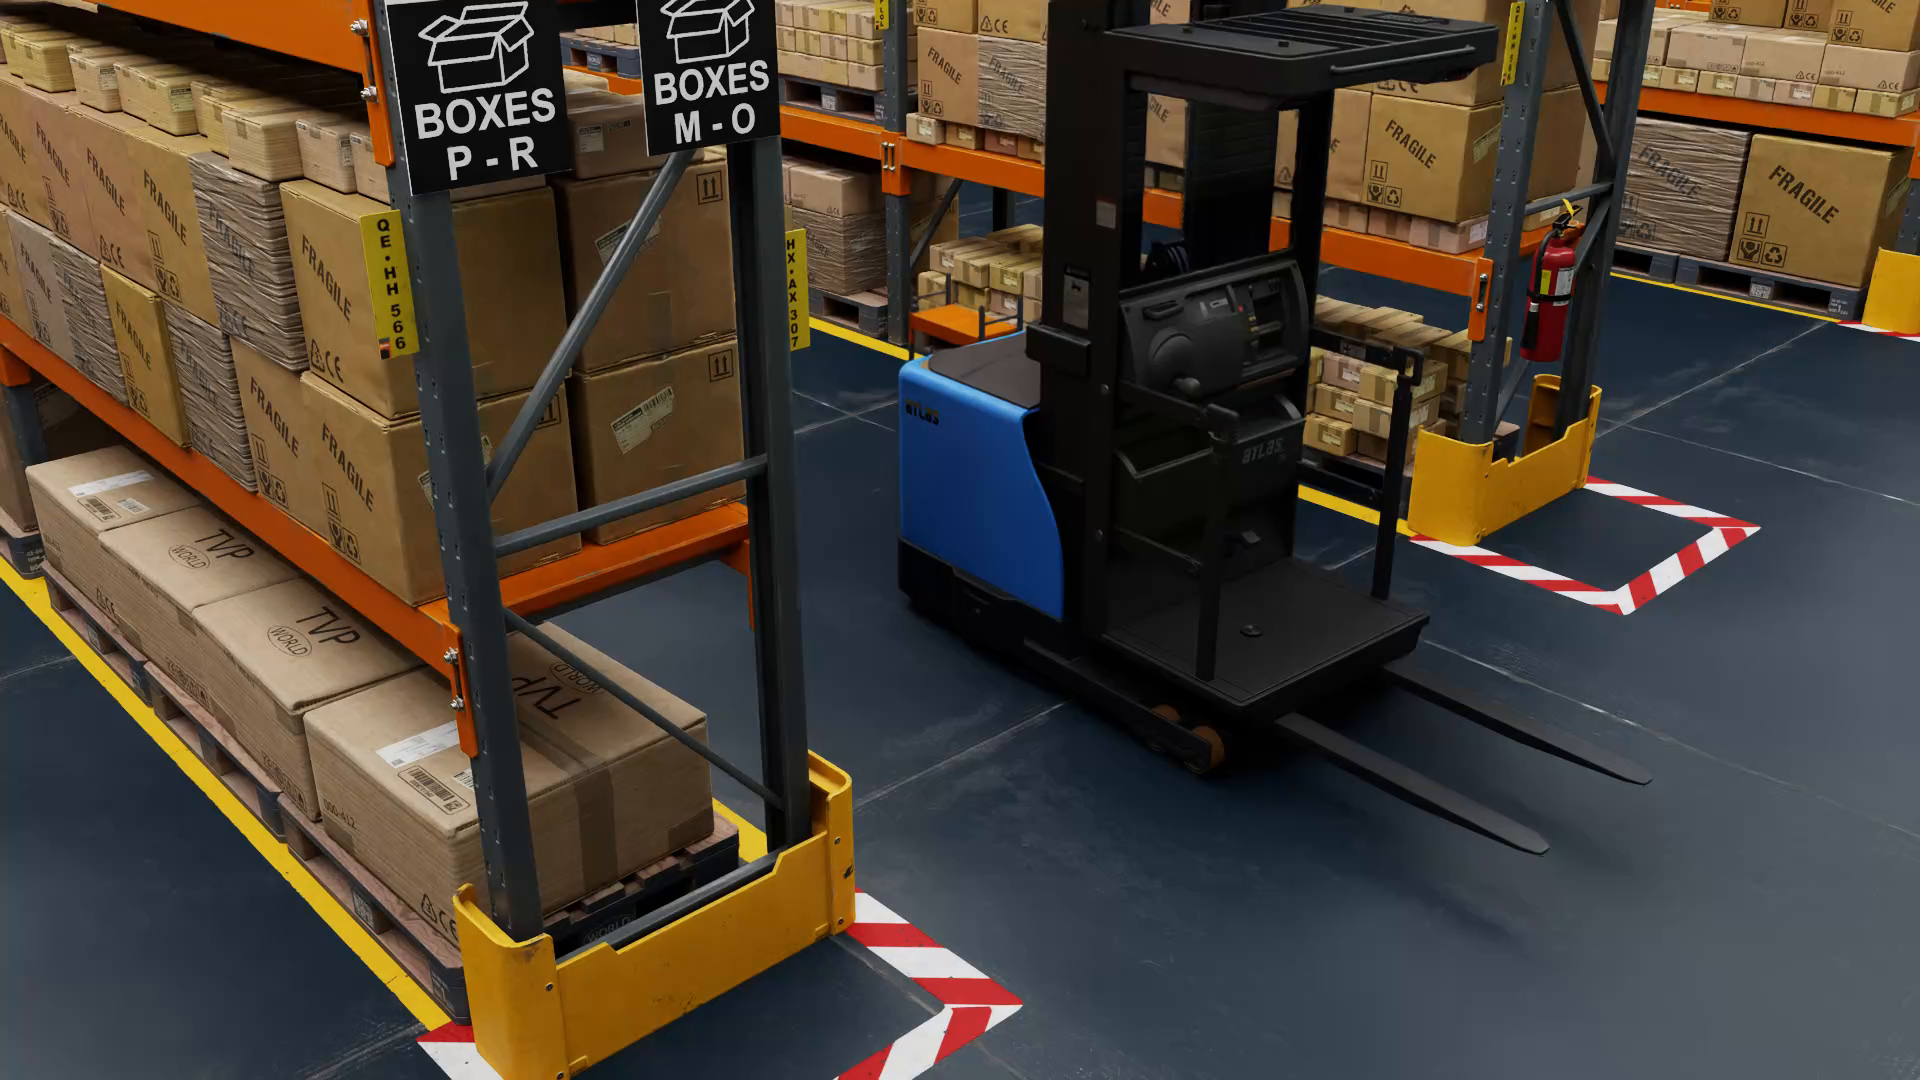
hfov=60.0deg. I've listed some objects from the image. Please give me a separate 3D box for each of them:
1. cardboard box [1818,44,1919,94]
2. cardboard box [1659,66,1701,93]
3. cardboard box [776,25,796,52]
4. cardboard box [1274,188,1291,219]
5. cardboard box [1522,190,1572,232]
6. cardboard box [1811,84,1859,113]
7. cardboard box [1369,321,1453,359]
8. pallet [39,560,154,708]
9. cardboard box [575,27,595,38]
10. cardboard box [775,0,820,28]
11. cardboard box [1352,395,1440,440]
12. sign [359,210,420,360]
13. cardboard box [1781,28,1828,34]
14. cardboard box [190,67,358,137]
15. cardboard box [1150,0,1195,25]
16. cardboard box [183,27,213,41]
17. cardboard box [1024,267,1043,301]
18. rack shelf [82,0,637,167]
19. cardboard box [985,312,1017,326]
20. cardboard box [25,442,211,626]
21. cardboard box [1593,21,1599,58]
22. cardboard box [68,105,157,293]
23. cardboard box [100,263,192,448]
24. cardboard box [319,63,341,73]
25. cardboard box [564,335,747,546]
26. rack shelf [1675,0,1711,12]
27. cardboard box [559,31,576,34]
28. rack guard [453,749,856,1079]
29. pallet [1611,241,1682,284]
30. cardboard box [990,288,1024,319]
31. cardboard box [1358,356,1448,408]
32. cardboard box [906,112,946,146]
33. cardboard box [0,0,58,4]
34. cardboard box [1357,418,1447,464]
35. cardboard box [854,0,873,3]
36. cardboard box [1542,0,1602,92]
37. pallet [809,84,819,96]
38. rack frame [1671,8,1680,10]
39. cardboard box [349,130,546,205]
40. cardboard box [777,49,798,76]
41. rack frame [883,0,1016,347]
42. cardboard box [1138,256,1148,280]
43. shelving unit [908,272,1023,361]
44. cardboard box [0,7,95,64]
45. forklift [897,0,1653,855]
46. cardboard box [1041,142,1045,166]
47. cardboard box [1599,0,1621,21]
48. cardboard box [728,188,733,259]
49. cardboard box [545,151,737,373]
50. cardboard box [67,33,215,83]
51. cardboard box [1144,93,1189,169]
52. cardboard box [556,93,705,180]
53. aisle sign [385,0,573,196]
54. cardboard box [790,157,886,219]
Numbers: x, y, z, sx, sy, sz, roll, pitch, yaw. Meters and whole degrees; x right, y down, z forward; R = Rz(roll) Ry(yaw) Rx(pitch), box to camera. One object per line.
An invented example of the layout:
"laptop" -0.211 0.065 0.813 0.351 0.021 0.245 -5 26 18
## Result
"cardboard box" 5.852 -3.031 10.602 0.500 0.250 0.500 -22 32 -39
"cardboard box" 5.016 -3.180 11.409 0.380 0.149 0.250 -21 32 -38
"cardboard box" -1.002 -3.241 10.679 0.380 0.149 0.250 -23 33 -40
"cardboard box" 1.741 -1.648 8.052 0.380 0.149 0.250 -20 31 -37
"cardboard box" 2.705 -1.593 7.930 0.380 0.149 0.250 -22 32 -39
"cardboard box" 5.714 -2.871 10.731 0.380 0.149 0.250 -21 32 -38
"cardboard box" 2.300 -0.985 8.507 0.380 0.149 0.250 -21 32 -38
"pallet" -3.129 0.229 6.995 1.003 0.211 1.213 -21 32 -38
"cardboard box" -2.623 -3.823 12.314 0.380 0.149 0.250 -22 32 -39
"cardboard box" -1.003 -3.381 10.627 0.380 0.149 0.250 -21 32 -39
"cardboard box" 2.118 -0.624 8.074 0.380 0.149 0.250 -22 33 -40
"sign" -1.263 -0.566 3.696 0.100 0.325 0.005 -21 32 -38
"cardboard box" 5.885 -3.337 11.273 0.500 0.250 0.500 -22 32 -39
"cardboard box" -1.947 -1.240 4.747 0.380 0.149 0.250 -22 32 -39
"cardboard box" 1.120 -2.687 8.343 0.500 0.500 0.500 22 33 40
"cardboard box" -2.501 -1.759 5.885 0.380 0.149 0.250 -22 32 -39
"cardboard box" 0.586 -1.494 9.622 0.380 0.149 0.250 -22 33 -40
"rack shelf" -2.224 -1.724 5.168 1.077 0.370 4.000 -21 32 -38
"cardboard box" 0.357 -1.279 9.868 0.380 0.149 0.250 -21 32 -39
"cardboard box" -3.241 -0.097 6.931 0.875 0.438 0.875 -22 32 -39
"cardboard box" 4.467 -3.647 11.953 0.500 0.250 0.500 -20 31 -37
"cardboard box" -2.417 -1.113 5.252 0.500 0.500 0.500 -22 32 -39
"cardboard box" -2.434 -0.660 5.461 0.500 0.500 0.500 -20 31 -37
"cardboard box" -1.774 -1.460 5.229 0.380 0.149 0.250 -21 32 -38
"cardboard box" -0.976 -0.353 4.790 0.500 0.500 0.500 -22 32 -39
"rack shelf" 8.625 -4.576 15.033 1.077 0.370 4.000 -21 32 -38
"cardboard box" -3.285 -4.045 12.883 0.500 0.500 0.500 -21 32 -38
"rack guard" -0.841 1.064 4.816 1.175 0.500 0.348 -21 32 -38
"pallet" 4.943 -2.213 12.347 1.003 0.211 1.213 -21 32 -38
"cardboard box" 0.398 -1.442 9.866 0.380 0.149 0.250 -21 32 -39
"cardboard box" 2.140 -0.769 8.034 0.380 0.149 0.250 -21 32 -38
"cardboard box" -0.092 -2.435 9.775 0.380 0.149 0.250 -20 31 -37
"cardboard box" -4.391 -2.307 7.868 0.500 0.500 0.500 -22 33 -40
"cardboard box" 2.175 -0.510 8.183 0.380 0.149 0.250 -21 32 -38
"cardboard box" -0.518 -3.562 11.025 0.380 0.149 0.250 -22 32 -39
"cardboard box" 2.574 -2.363 7.632 0.500 0.500 0.500 -21 32 -39
"pallet" -1.398 -3.264 11.522 1.003 0.211 1.213 -21 32 -38
"rack frame" 7.258 -5.509 16.212 1.000 3.000 0.127 -21 32 -38
"cardboard box" -1.249 -0.928 4.064 0.380 0.149 0.250 -21 32 -38
"cardboard box" -0.981 -3.099 10.726 0.250 0.149 0.380 22 32 39
"rack frame" -0.047 -2.728 10.115 1.000 3.000 0.127 -21 32 -38
"cardboard box" 1.138 -1.562 9.772 0.250 0.149 0.380 22 32 39
"shelving unit" 0.020 -0.550 7.511 0.258 1.200 0.503 -19 31 -36
"cardboard box" -3.378 -1.846 6.076 0.380 0.149 0.250 -21 32 -38
"forklift" 1.064 -0.737 5.835 1.130 2.935 3.031 -19 31 -36
"cardboard box" 0.665 -2.133 9.113 0.380 0.149 0.250 -21 32 -38
"cardboard box" 4.473 -3.987 11.794 0.500 0.500 0.500 -22 33 -40
"cardboard box" -1.435 -2.246 11.566 0.500 0.500 0.500 -22 33 -40
"cardboard box" -0.978 -0.807 4.581 0.500 0.500 0.500 -22 33 -40
"cardboard box" -2.655 -1.546 5.419 0.380 0.149 0.250 -21 32 -39
"cardboard box" 1.157 -2.222 8.528 0.500 0.500 0.500 -19 31 -36
"cardboard box" -0.898 -1.062 4.358 0.380 0.149 0.250 -20 32 -37
"aisle sign" -1.034 -1.154 3.533 0.394 0.787 0.004 -21 32 -38
"cardboard box" -0.741 -2.277 10.728 0.500 0.250 0.500 -22 33 -40
